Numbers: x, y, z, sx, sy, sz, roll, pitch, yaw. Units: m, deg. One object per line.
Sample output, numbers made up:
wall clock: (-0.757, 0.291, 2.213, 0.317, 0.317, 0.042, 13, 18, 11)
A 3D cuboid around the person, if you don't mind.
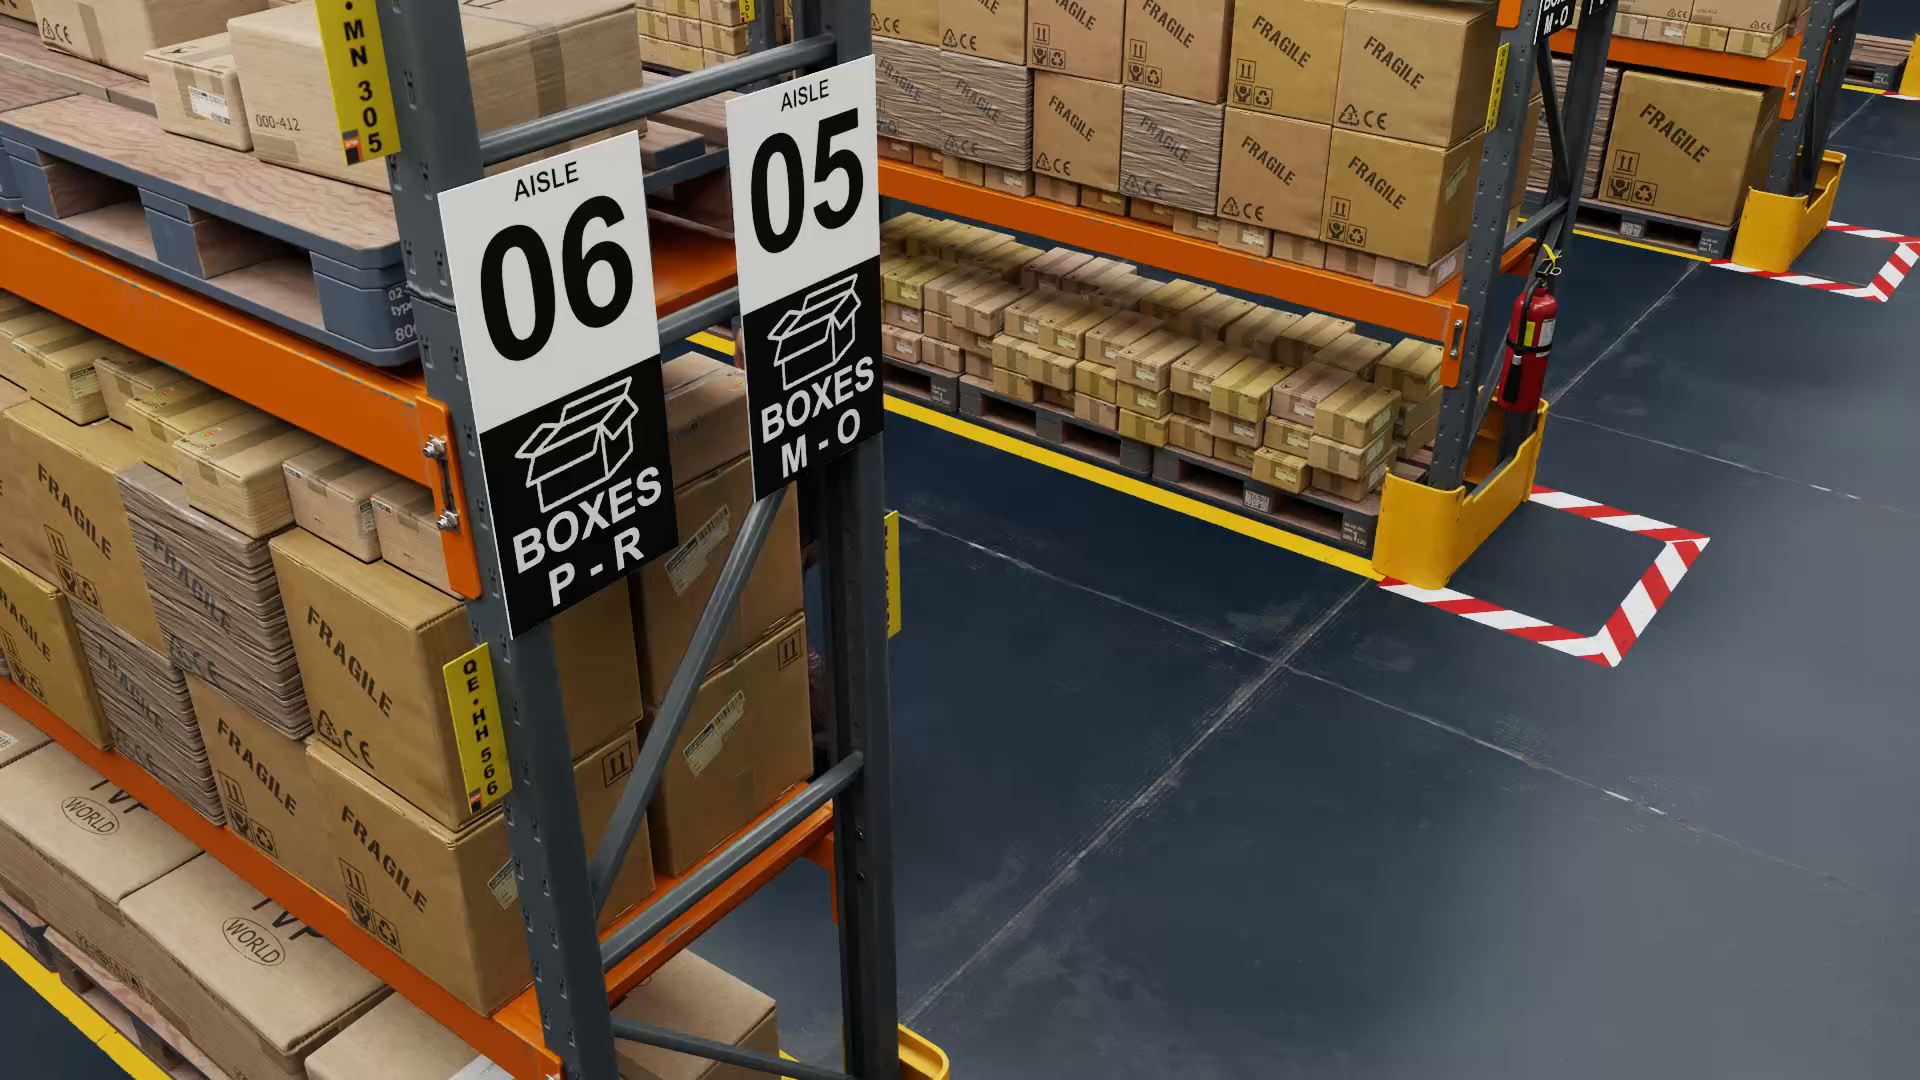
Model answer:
person: (-0.643, 0.066, 6.142, 0.590, 1.621, 0.571, 16, 34, 24)
